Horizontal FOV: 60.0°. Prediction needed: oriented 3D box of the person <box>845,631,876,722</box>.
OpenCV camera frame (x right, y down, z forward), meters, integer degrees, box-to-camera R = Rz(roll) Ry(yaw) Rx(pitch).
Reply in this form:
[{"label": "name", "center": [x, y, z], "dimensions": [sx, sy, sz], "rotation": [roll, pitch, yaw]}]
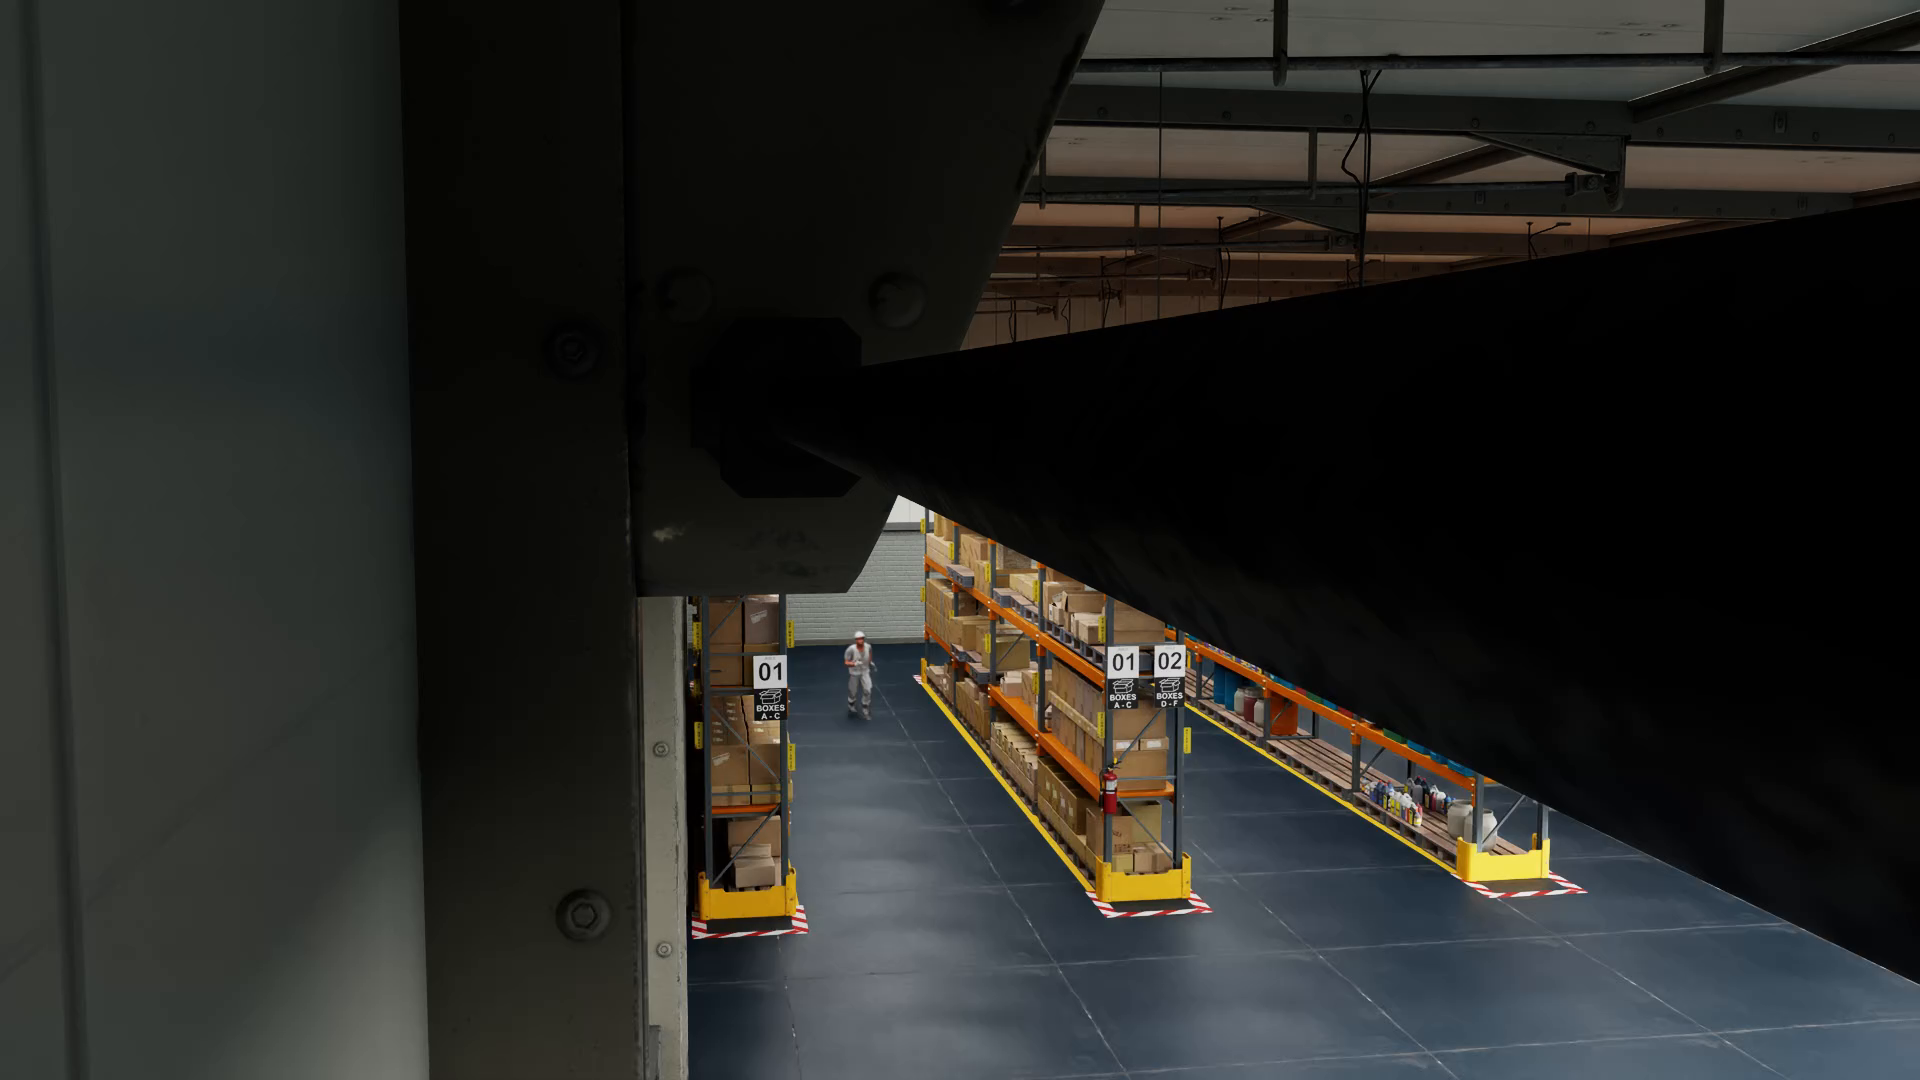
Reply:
[{"label": "person", "center": [-1.943, 2.620, 32.309], "dimensions": [0.687, 1.754, 0.992], "rotation": [-2, 5, -17]}]
